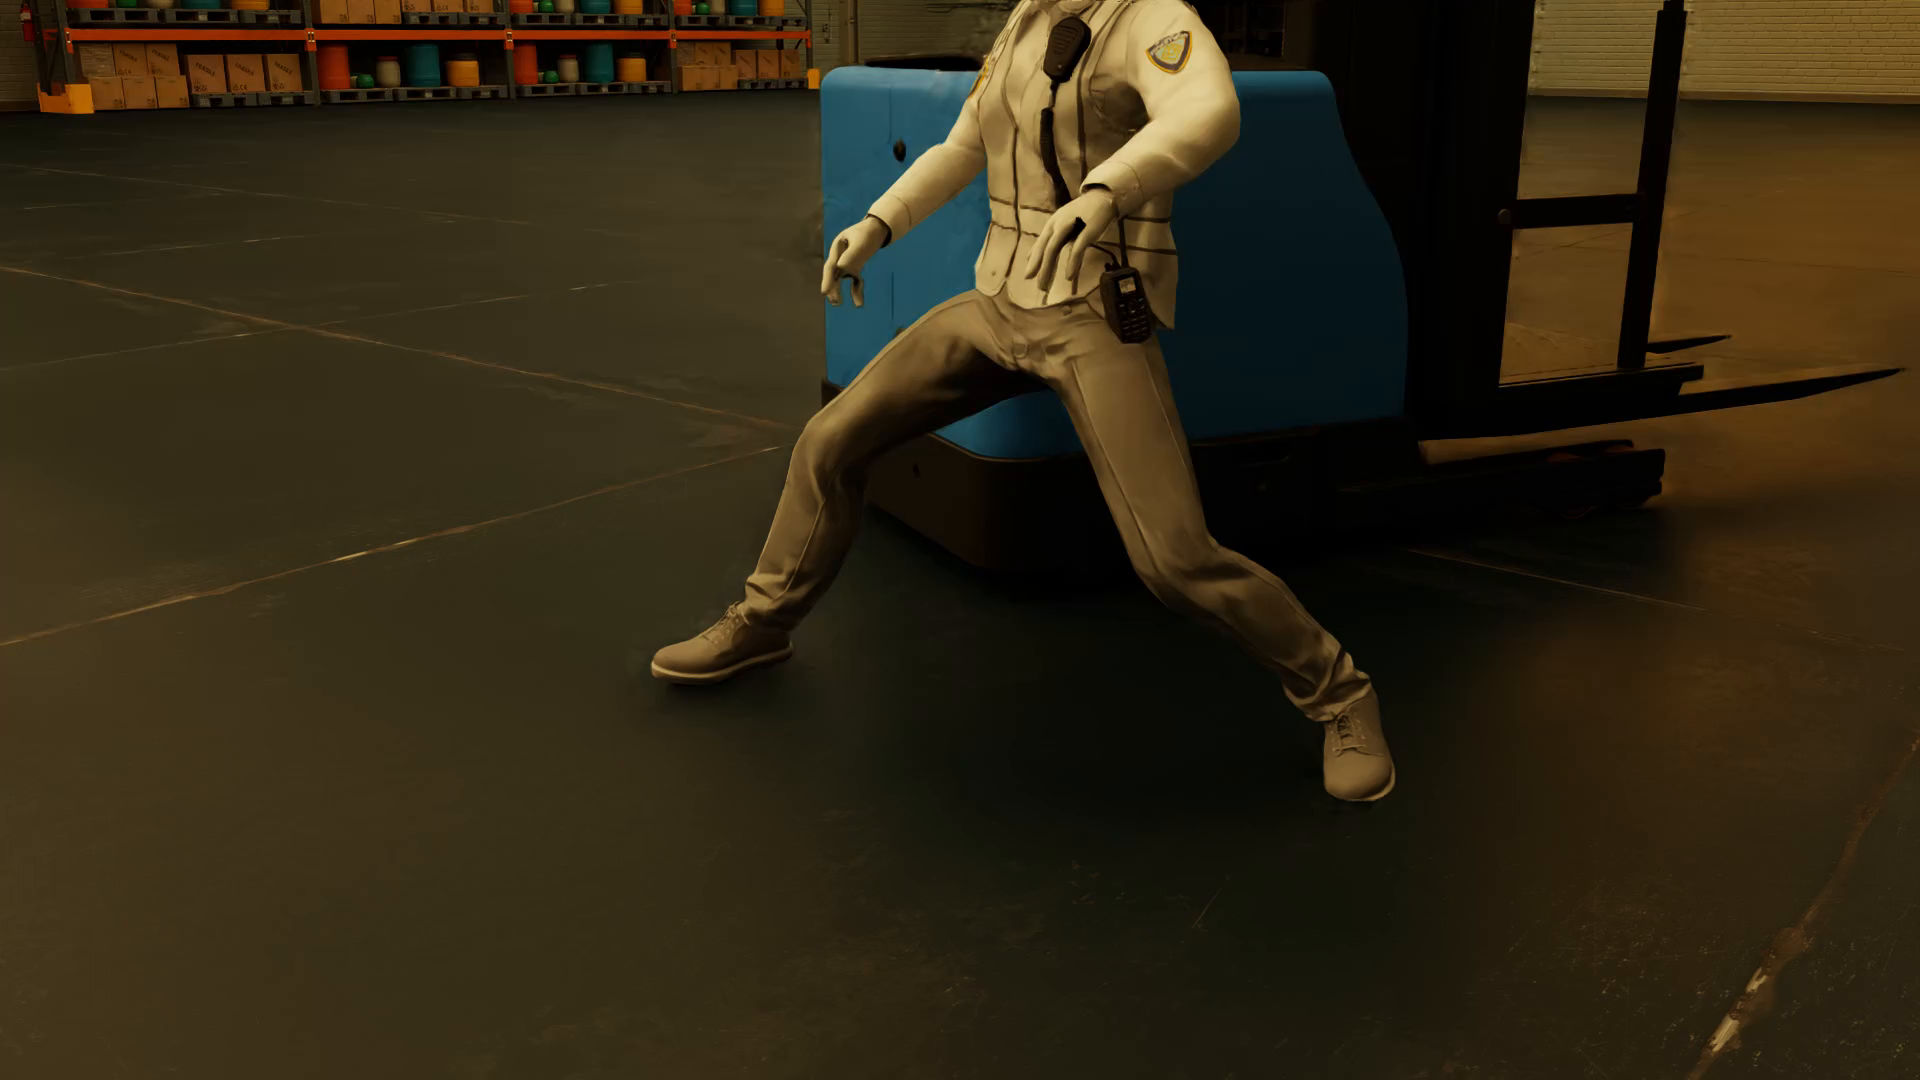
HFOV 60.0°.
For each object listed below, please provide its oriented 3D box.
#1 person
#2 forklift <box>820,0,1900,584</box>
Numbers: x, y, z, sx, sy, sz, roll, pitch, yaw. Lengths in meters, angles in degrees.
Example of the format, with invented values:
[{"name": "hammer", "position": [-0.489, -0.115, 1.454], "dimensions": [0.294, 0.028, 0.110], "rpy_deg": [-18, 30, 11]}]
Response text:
[{"name": "person", "position": [0.095, -0.365, 2.661], "dimensions": [0.954, 1.502, 1.064], "rpy_deg": [-10, 20, -30]}, {"name": "forklift", "position": [1.206, -1.581, 4.106], "dimensions": [3.031, 2.935, 1.130], "rpy_deg": [-8, 19, -24]}]
